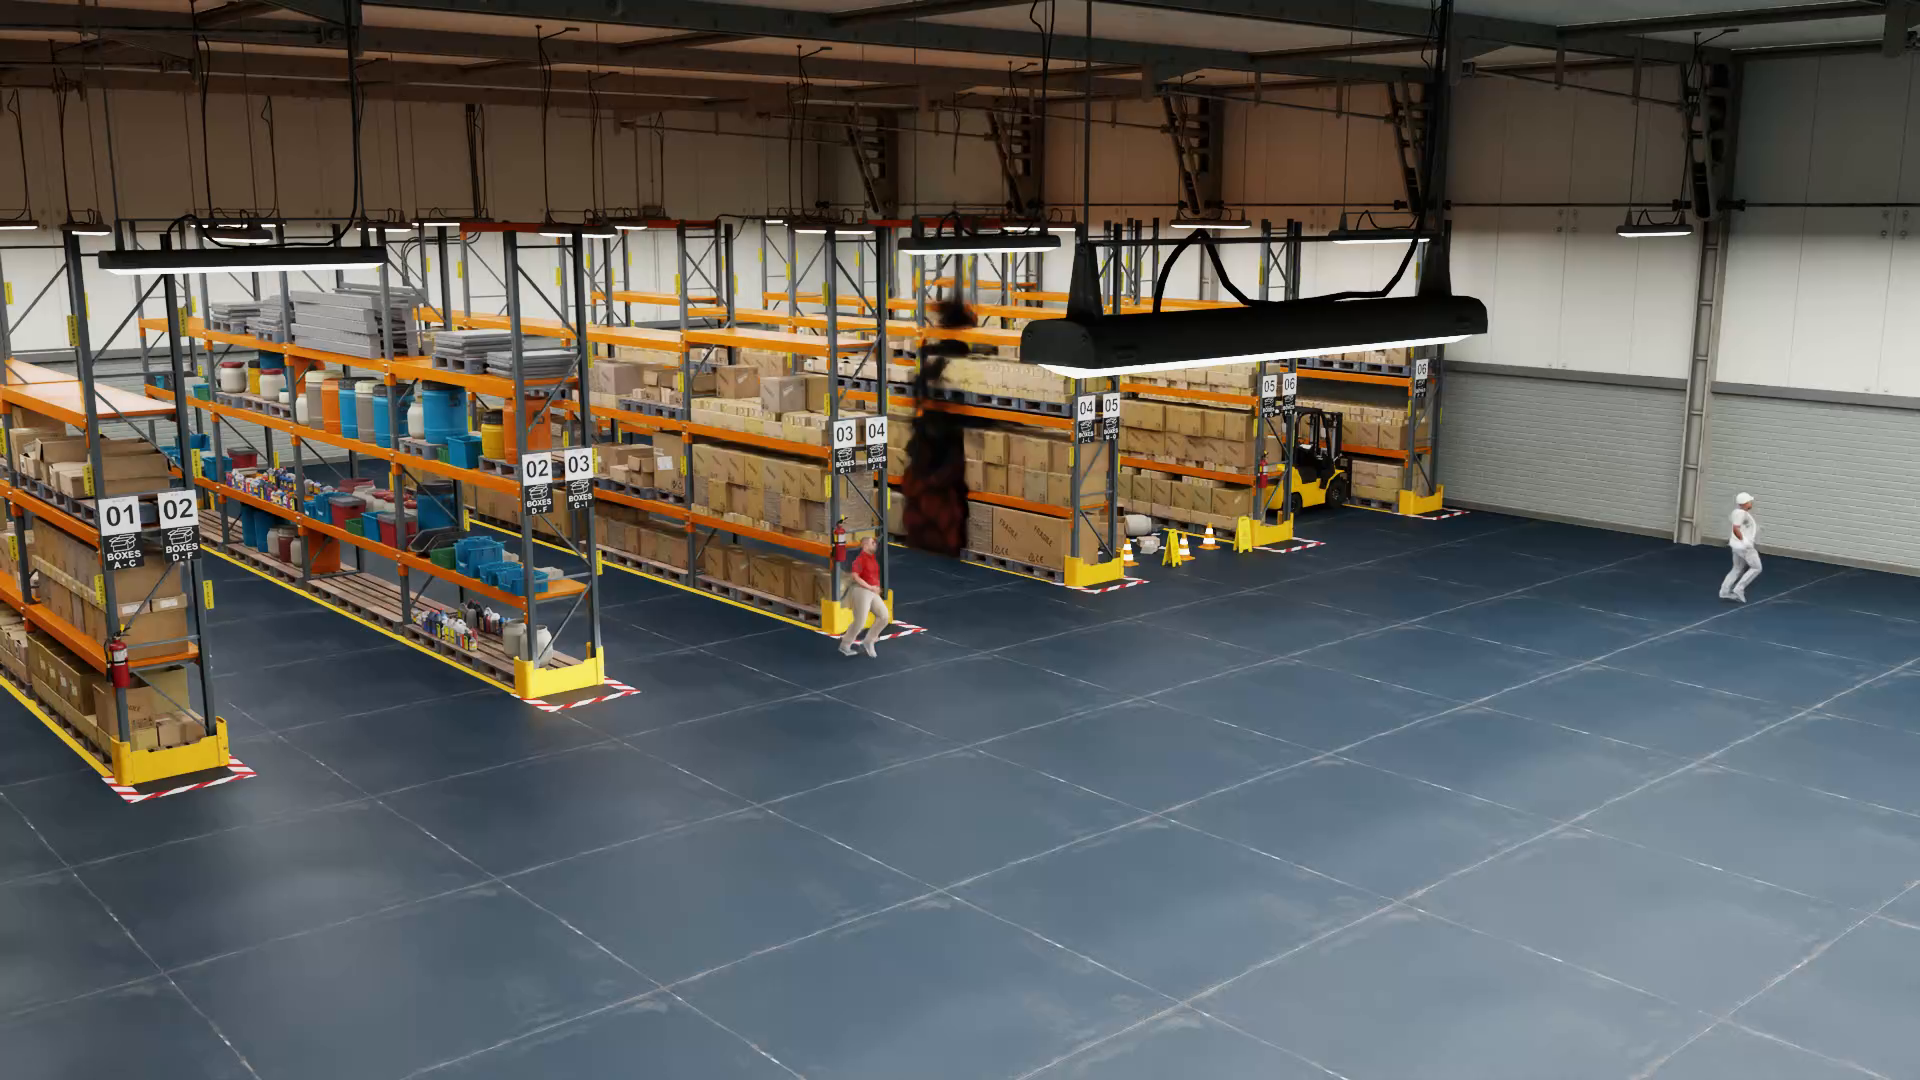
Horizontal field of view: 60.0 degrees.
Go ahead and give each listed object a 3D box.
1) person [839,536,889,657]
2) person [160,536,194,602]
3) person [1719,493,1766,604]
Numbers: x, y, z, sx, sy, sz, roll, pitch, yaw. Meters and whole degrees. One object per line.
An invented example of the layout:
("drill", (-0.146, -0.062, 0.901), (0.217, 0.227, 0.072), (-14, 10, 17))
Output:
("person", (-1.329, 0.809, 23.690), (0.660, 1.733, 0.730), (5, 12, 23))
("person", (-12.408, 0.159, 26.473), (0.986, 1.808, 0.701), (9, 14, 36))
("person", (12.648, 0.130, 26.769), (0.660, 1.795, 0.660), (1, 11, 6))
